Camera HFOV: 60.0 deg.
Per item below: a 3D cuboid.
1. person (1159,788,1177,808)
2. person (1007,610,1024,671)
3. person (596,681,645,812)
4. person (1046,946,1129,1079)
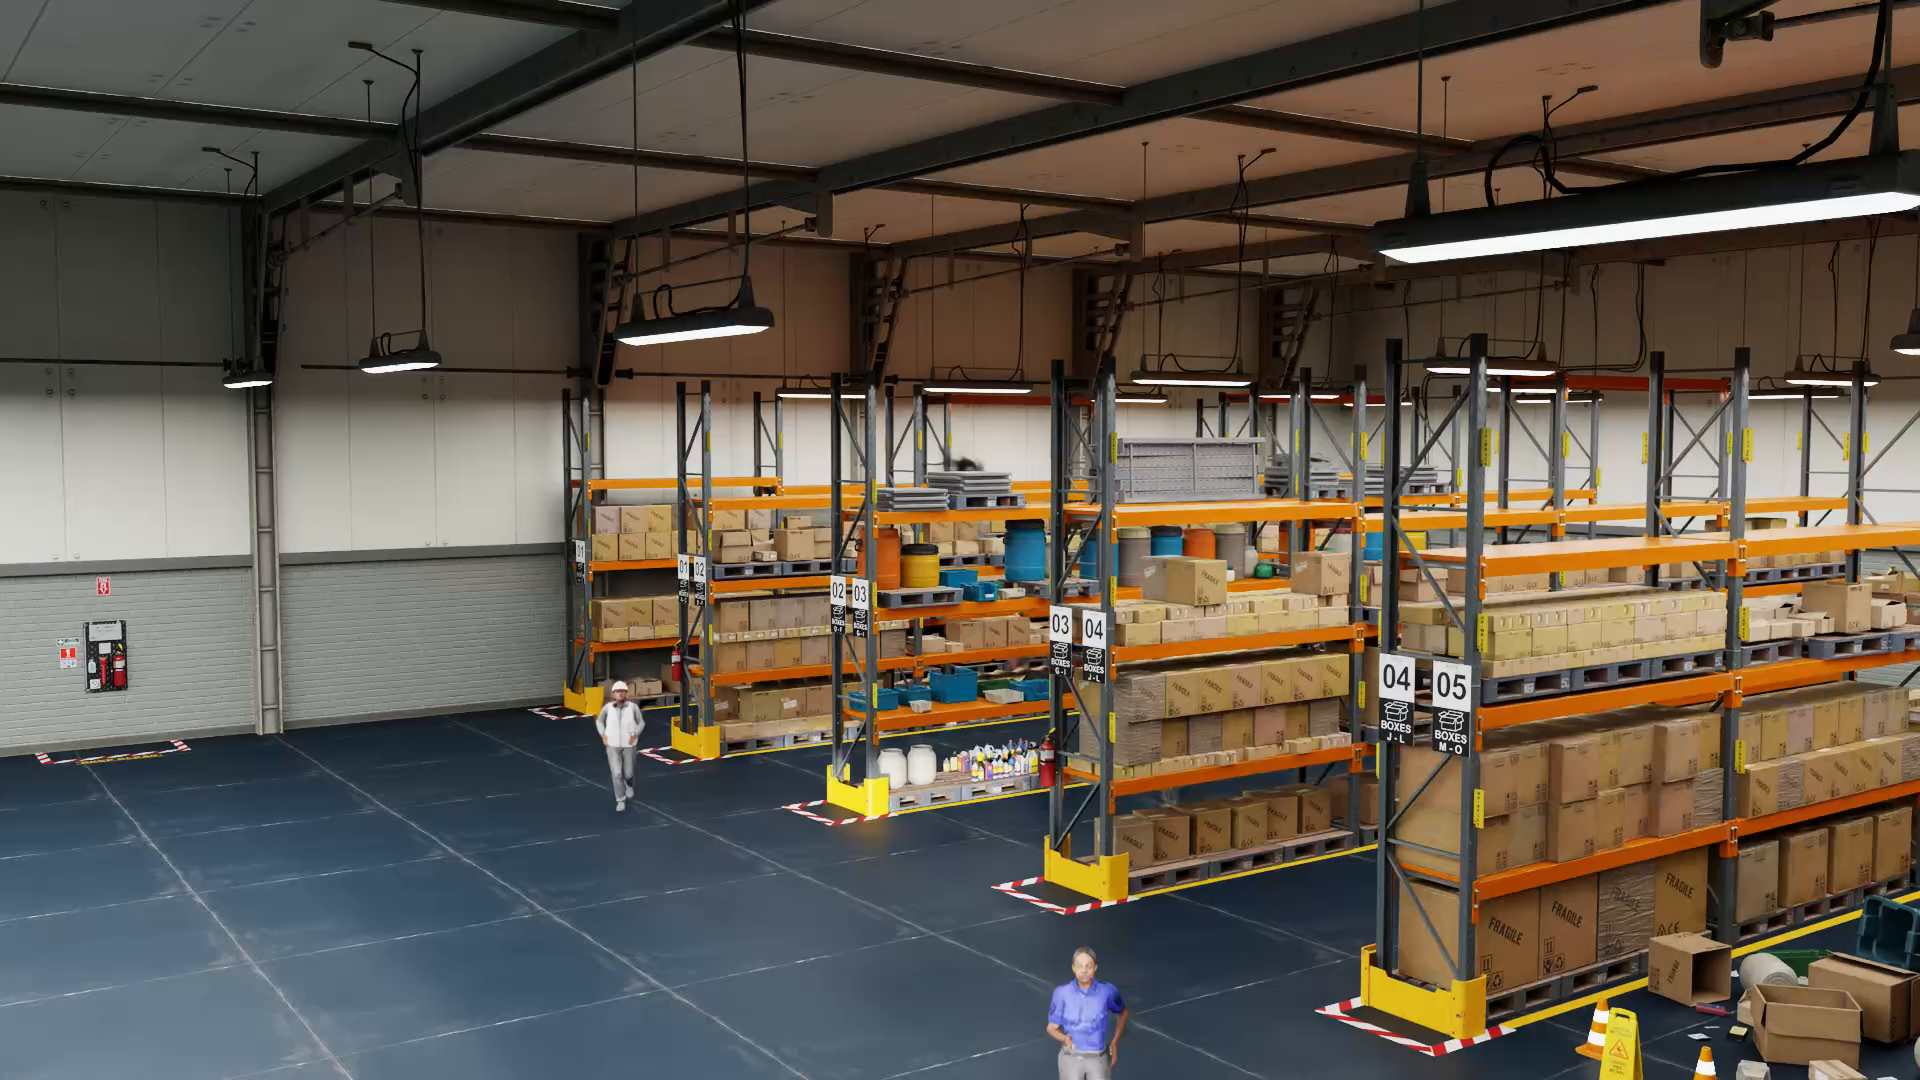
[{"bbox_3d":[2.730,2.846,22.346,0.739,1.824,0.667,-4,5,-45],"label":"person"},{"bbox_3d":[1.150,2.208,33.047,0.562,1.621,0.577,-3,5,-42],"label":"person"},{"bbox_3d":[-4.693,2.821,22.972,0.667,1.753,0.687,-1,4,-10],"label":"person"},{"bbox_3d":[0.864,3.621,11.339,0.556,1.670,0.642,0,4,7],"label":"person"}]
